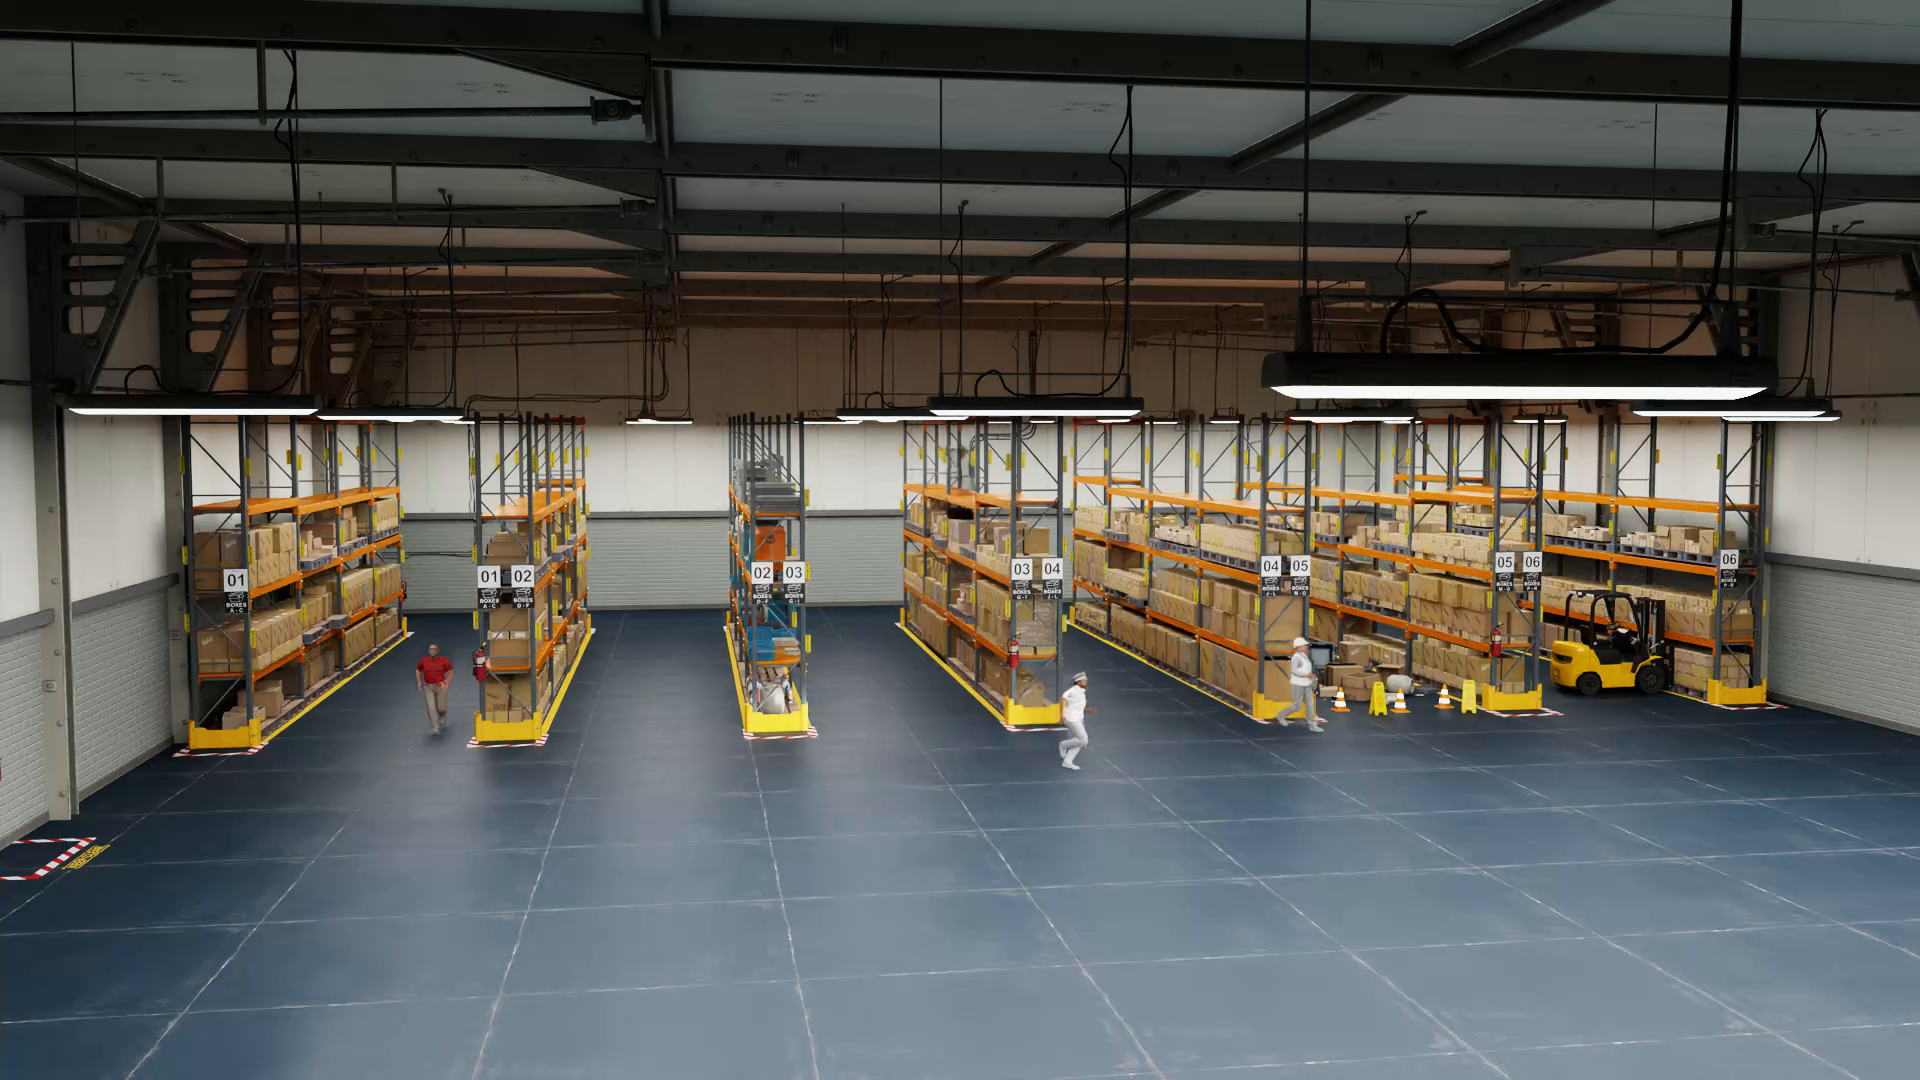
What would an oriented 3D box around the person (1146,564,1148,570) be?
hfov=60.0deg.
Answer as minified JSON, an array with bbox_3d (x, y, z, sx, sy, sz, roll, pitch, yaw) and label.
[{"bbox_3d":[5.629,1.440,50.859,0.806,1.695,0.552,-2,5,-33],"label":"person"}]

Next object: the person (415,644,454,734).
[{"bbox_3d":[-9.807,2.761,31.069,0.697,1.684,0.702,-1,4,-9],"label":"person"}]

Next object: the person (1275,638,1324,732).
[{"bbox_3d":[6.382,2.700,31.171,0.946,1.752,0.673,3,5,34],"label":"person"}]

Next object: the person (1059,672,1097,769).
[{"bbox_3d":[1.972,3.020,27.821,0.626,1.648,0.616,2,4,23],"label":"person"}]
